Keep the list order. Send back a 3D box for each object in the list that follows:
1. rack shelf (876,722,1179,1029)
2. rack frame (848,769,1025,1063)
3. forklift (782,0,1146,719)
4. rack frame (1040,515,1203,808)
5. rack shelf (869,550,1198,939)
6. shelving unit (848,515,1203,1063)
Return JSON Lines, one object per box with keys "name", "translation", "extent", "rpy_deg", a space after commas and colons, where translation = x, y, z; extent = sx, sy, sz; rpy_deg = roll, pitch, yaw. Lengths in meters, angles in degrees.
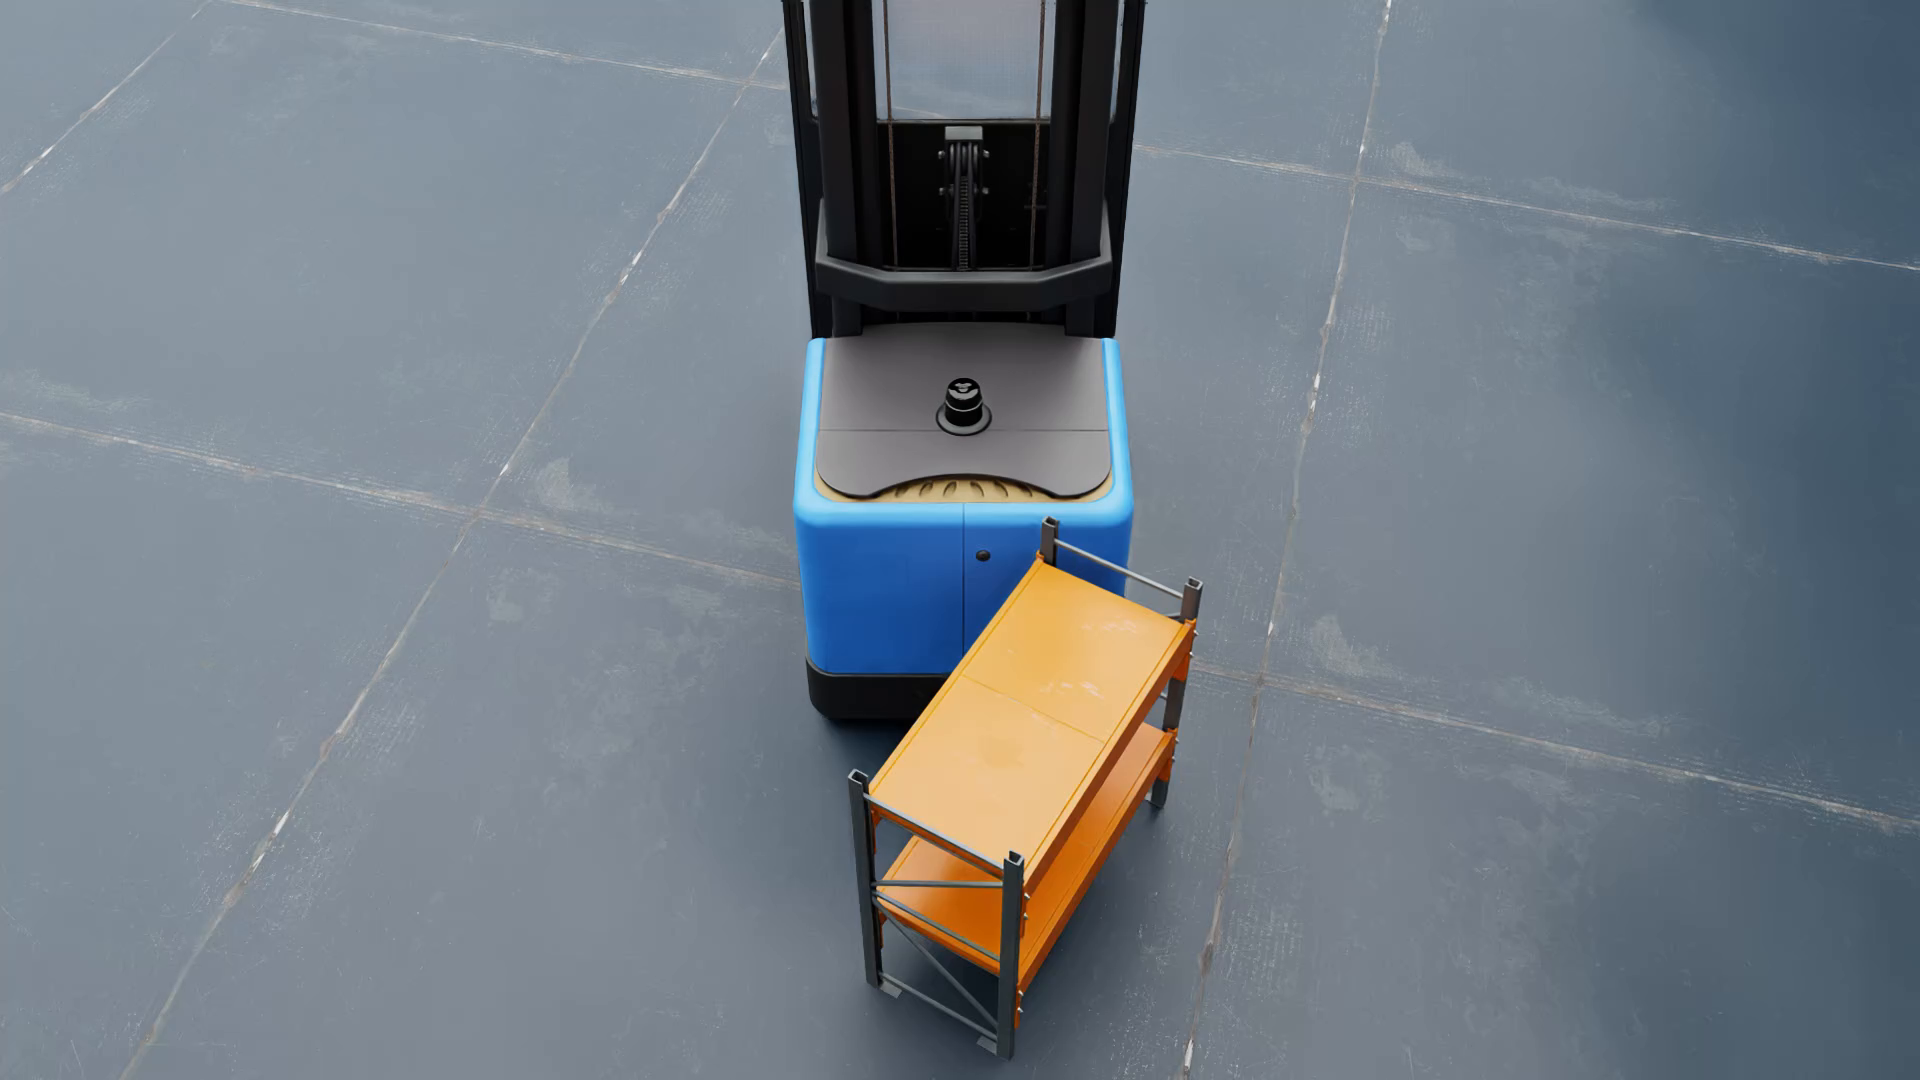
{"name": "rack shelf", "translation": [0.197, 0.894, 5.036], "extent": [0.538, 0.278, 1.000], "rpy_deg": [24, 53, 20]}
{"name": "rack frame", "translation": [-0.063, 1.060, 4.564], "extent": [0.500, 1.125, 0.032], "rpy_deg": [24, 53, 20]}
{"name": "forklift", "translation": [0.012, -1.453, 5.577], "extent": [1.130, 2.935, 3.031], "rpy_deg": [0, 49, 0]}
{"name": "rack frame", "translation": [0.457, 0.405, 5.142], "extent": [0.500, 1.125, 0.032], "rpy_deg": [24, 53, 20]}
{"name": "rack shelf", "translation": [0.197, 0.539, 4.634], "extent": [0.538, 0.278, 1.000], "rpy_deg": [24, 53, 20]}
{"name": "shelving unit", "translation": [0.197, 0.733, 4.853], "extent": [0.538, 1.125, 1.048], "rpy_deg": [24, 53, 20]}
